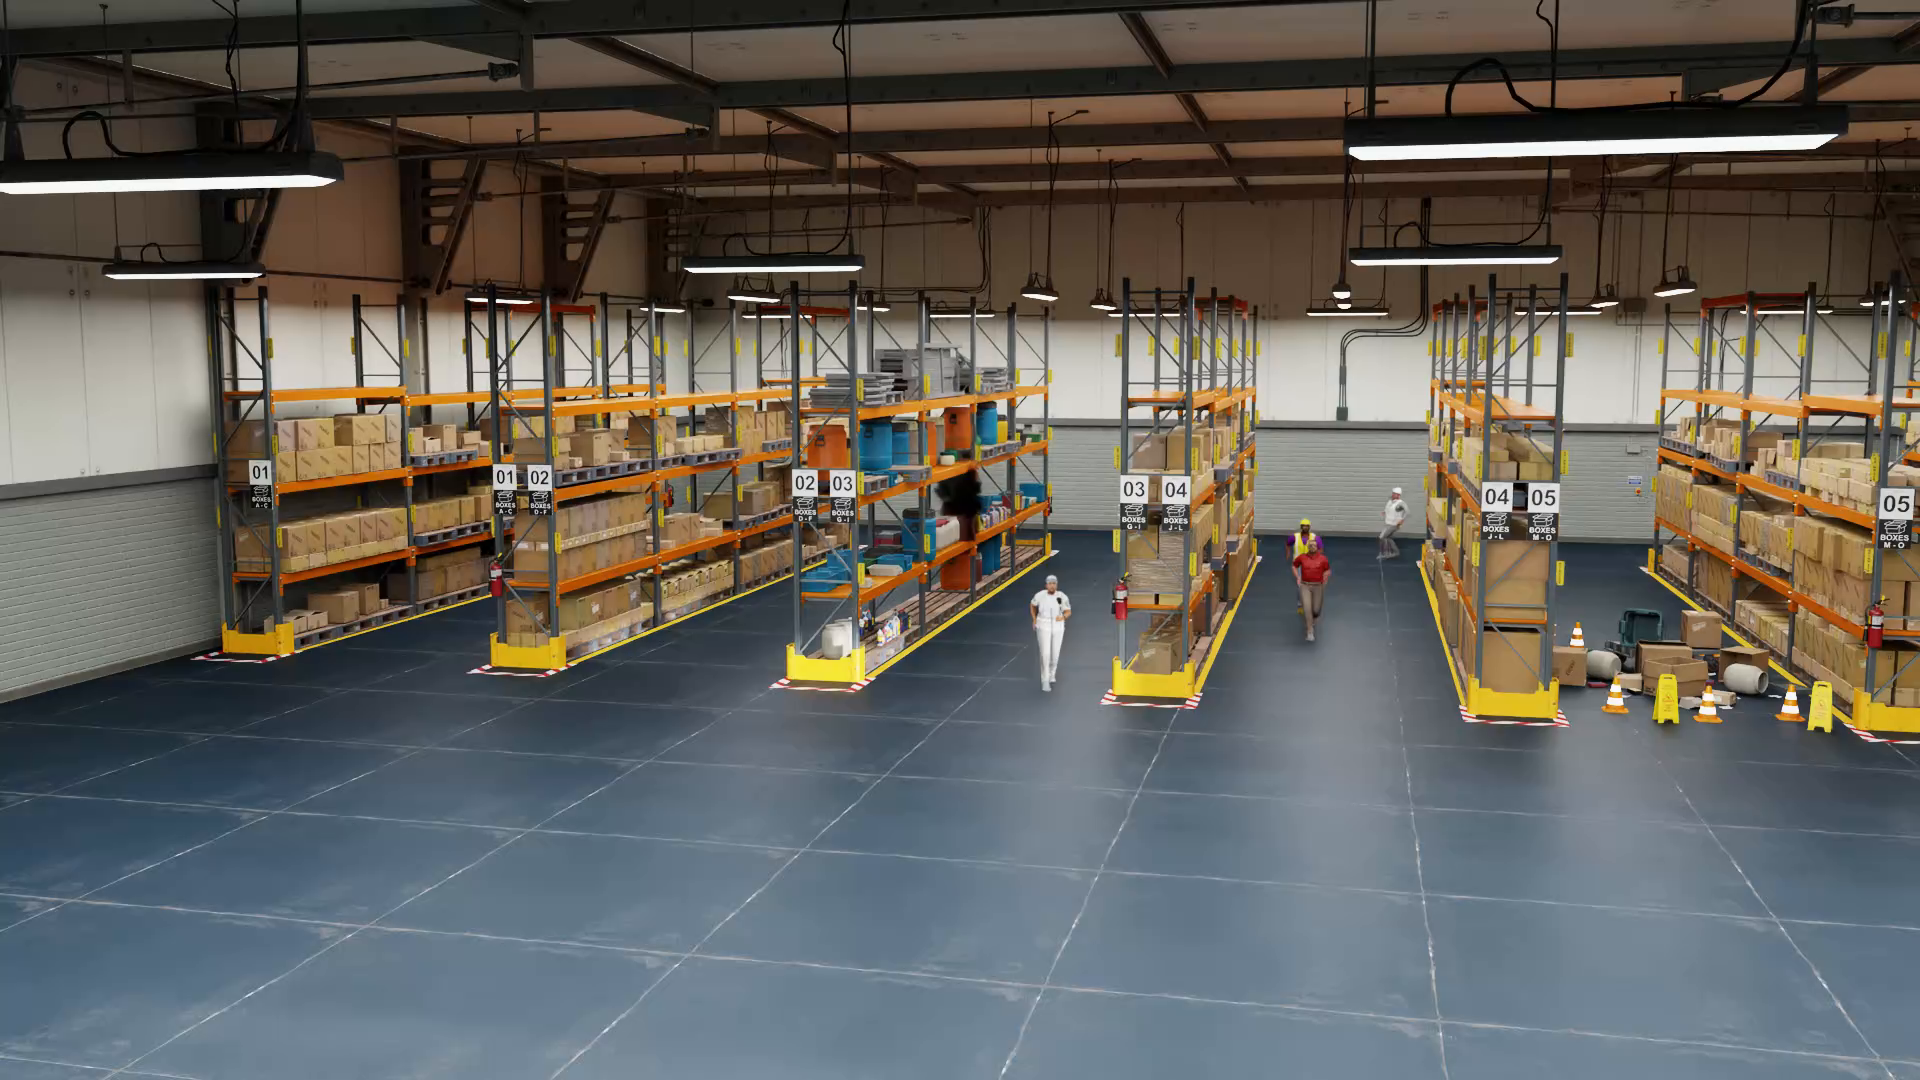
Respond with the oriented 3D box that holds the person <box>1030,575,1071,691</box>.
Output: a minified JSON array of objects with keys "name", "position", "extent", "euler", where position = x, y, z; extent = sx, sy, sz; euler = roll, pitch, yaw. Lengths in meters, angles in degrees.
[{"name":"person","position":[1.346,1.373,24.631],"extent":[0.581,1.739,0.747],"euler":[-1,7,-5]}]

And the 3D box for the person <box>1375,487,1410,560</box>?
[{"name":"person","position":[10.268,-0.380,39.548],"extent":[0.673,1.757,0.657],"euler":[-1,7,-5]}]

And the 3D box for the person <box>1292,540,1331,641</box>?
[{"name":"person","position":[6.109,0.857,28.927],"extent":[0.663,1.717,0.798],"euler":[1,7,7]}]

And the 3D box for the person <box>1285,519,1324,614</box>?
[{"name":"person","position":[6.548,0.468,31.620],"extent":[0.700,1.754,0.989],"euler":[1,7,7]}]
